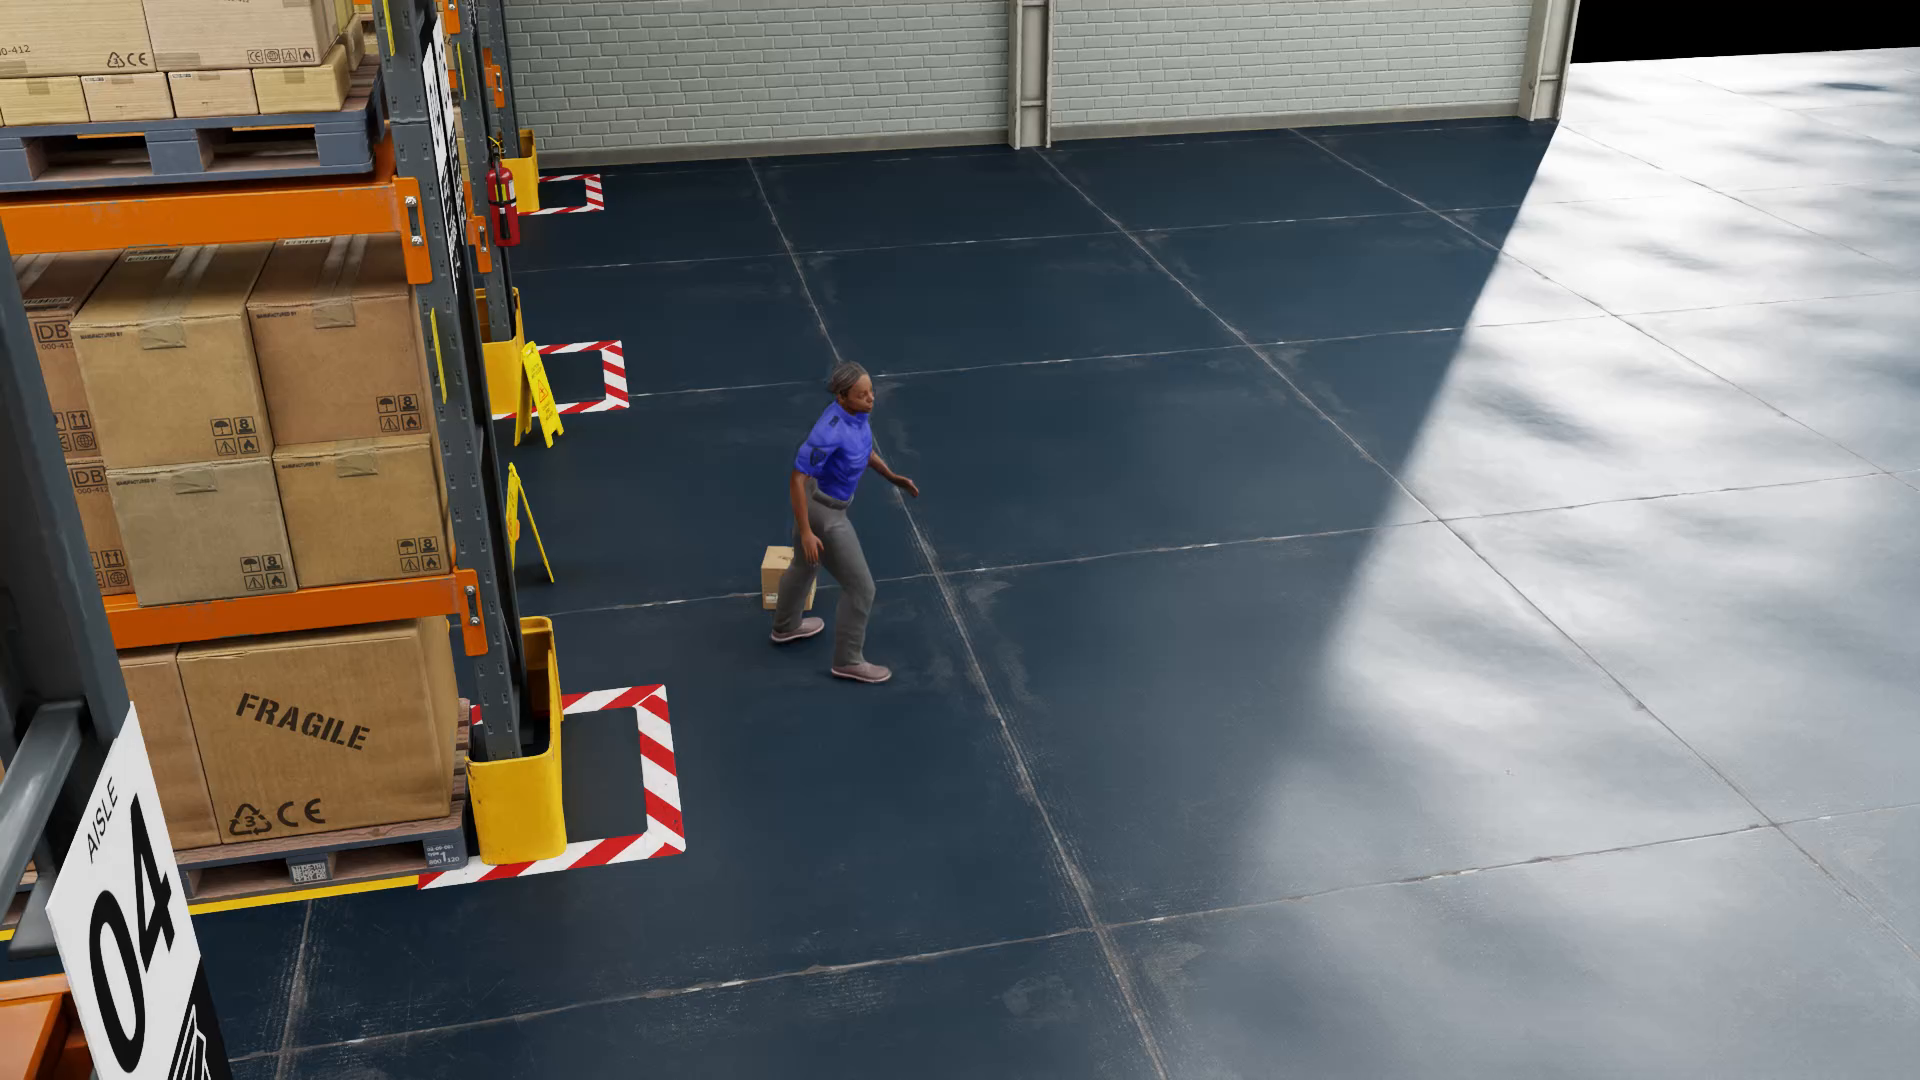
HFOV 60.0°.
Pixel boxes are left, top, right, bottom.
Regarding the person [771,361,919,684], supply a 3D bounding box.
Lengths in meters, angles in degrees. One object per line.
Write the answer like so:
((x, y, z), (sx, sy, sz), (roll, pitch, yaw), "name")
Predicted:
((-0.576, -0.116, 7.915), (0.761, 1.612, 0.649), (0, 27, 1), "person")
